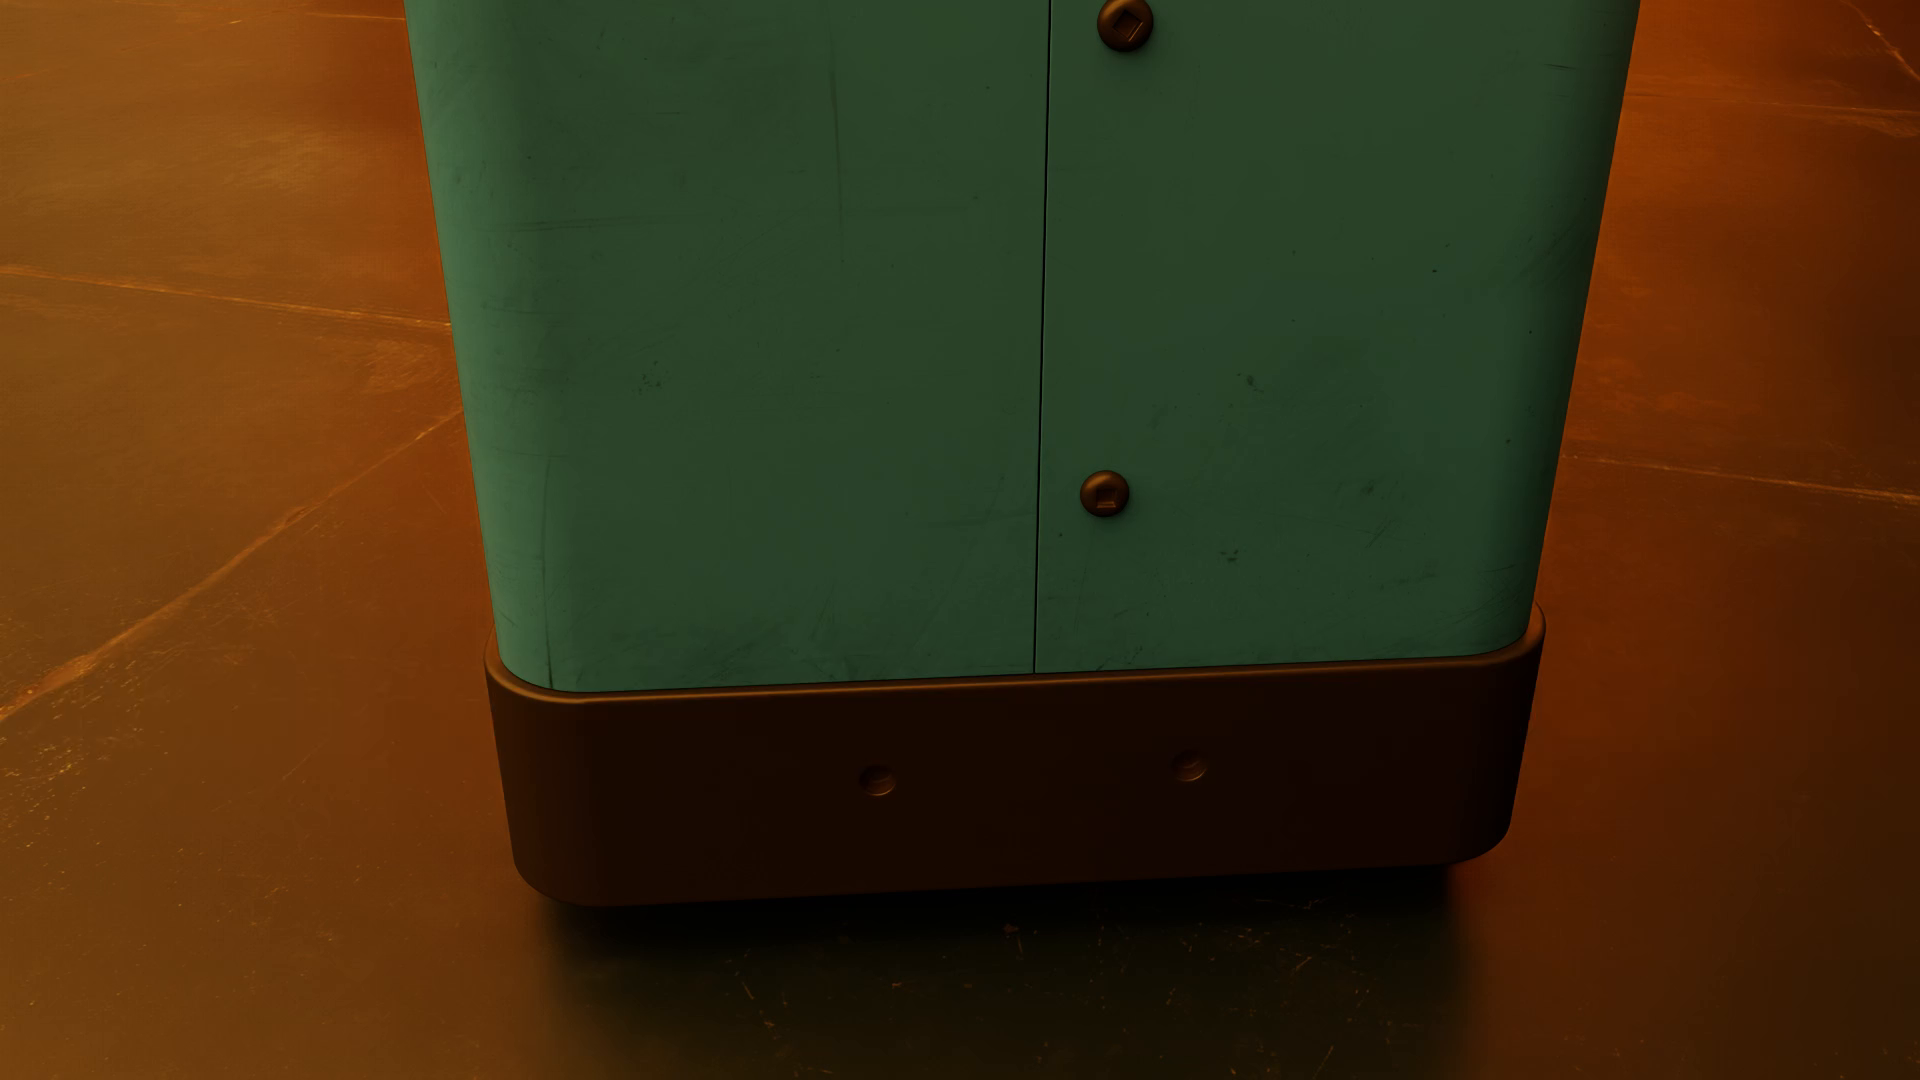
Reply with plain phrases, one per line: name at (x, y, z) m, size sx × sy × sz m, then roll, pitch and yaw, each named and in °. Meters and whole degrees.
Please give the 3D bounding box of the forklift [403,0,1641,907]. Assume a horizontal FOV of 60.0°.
forklift at (-0.048, -1.581, 2.374) m, size 1.130 × 2.935 × 3.031 m, roll -2°, pitch 27°, yaw -4°
